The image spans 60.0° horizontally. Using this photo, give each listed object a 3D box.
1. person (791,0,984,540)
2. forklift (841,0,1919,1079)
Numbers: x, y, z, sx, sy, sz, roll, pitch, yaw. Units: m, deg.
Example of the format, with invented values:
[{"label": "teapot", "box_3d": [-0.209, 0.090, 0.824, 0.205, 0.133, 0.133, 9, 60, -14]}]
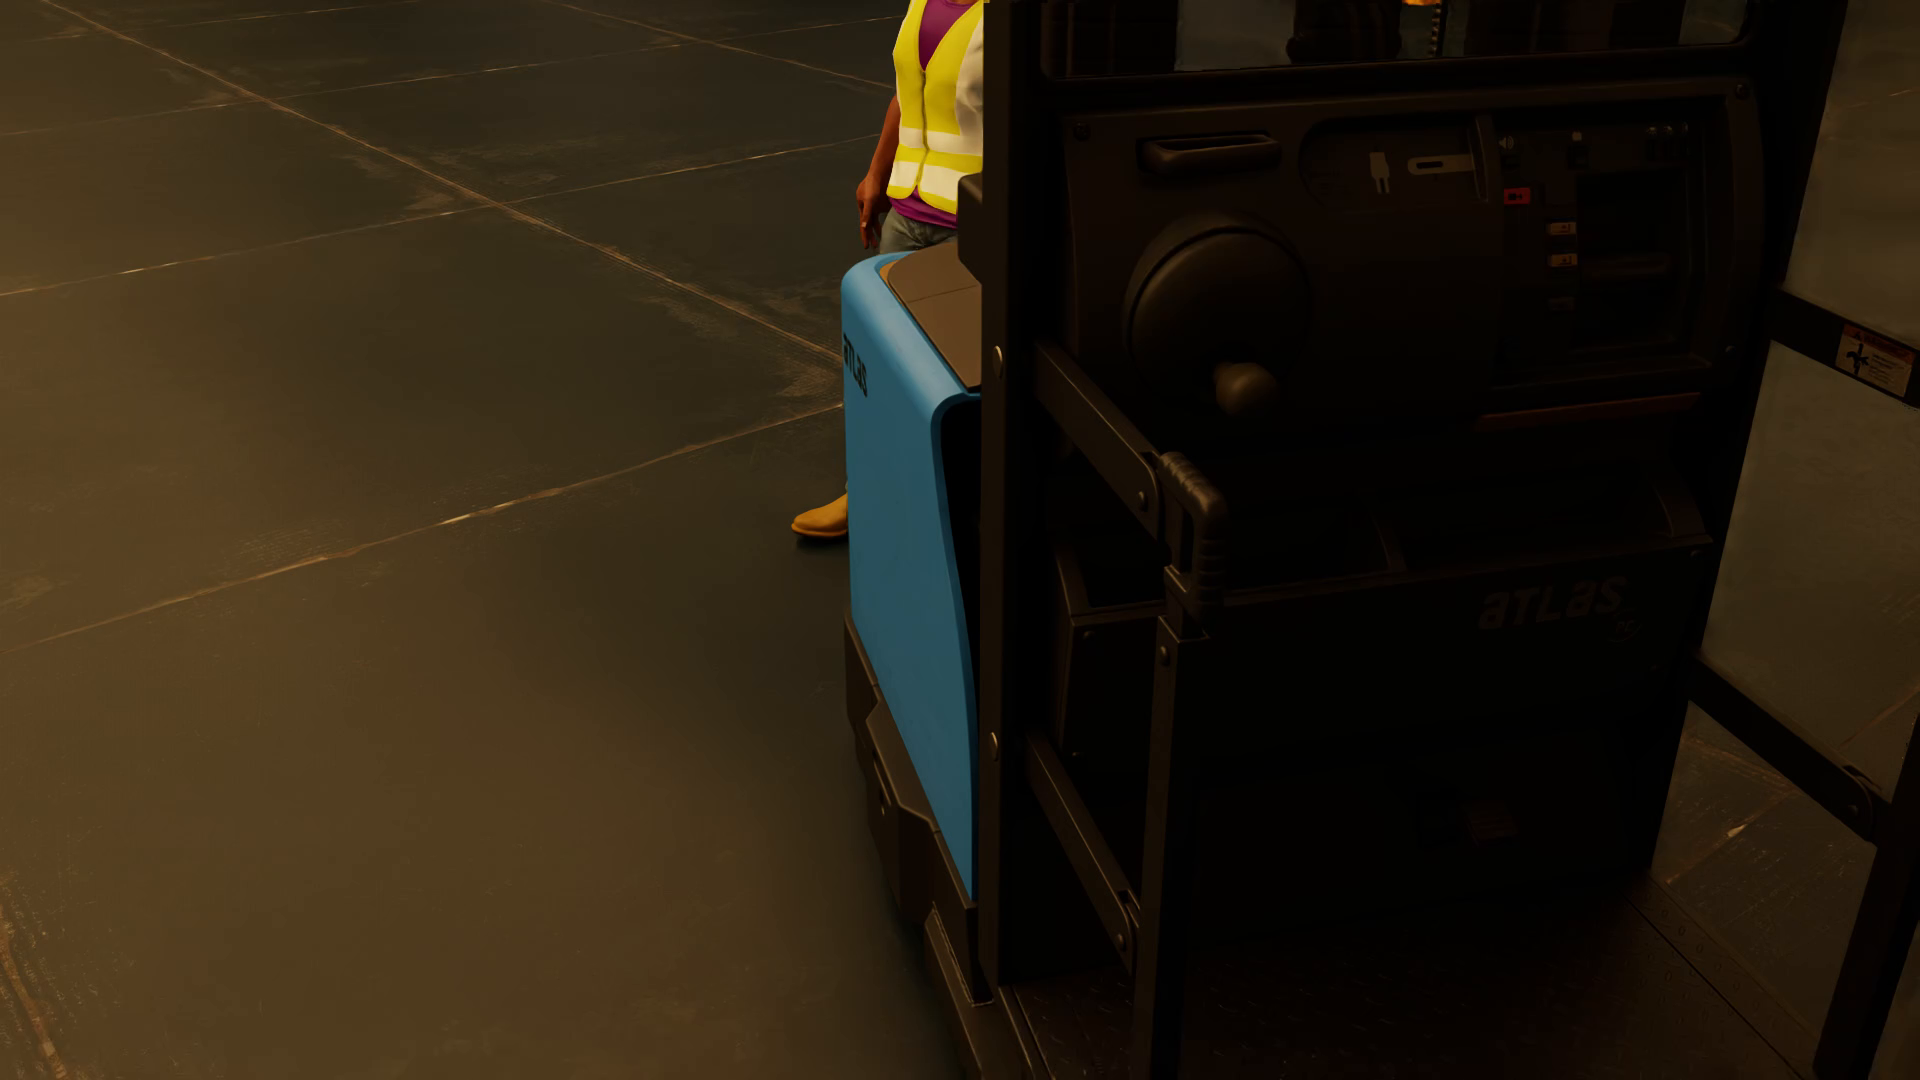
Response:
[{"label": "person", "box_3d": [-0.057, -0.780, 4.070, 0.576, 1.766, 0.665, -20, 33, -35]}, {"label": "forklift", "box_3d": [0.628, -0.323, 1.853, 1.130, 2.935, 3.031, -7, 27, -13]}]
